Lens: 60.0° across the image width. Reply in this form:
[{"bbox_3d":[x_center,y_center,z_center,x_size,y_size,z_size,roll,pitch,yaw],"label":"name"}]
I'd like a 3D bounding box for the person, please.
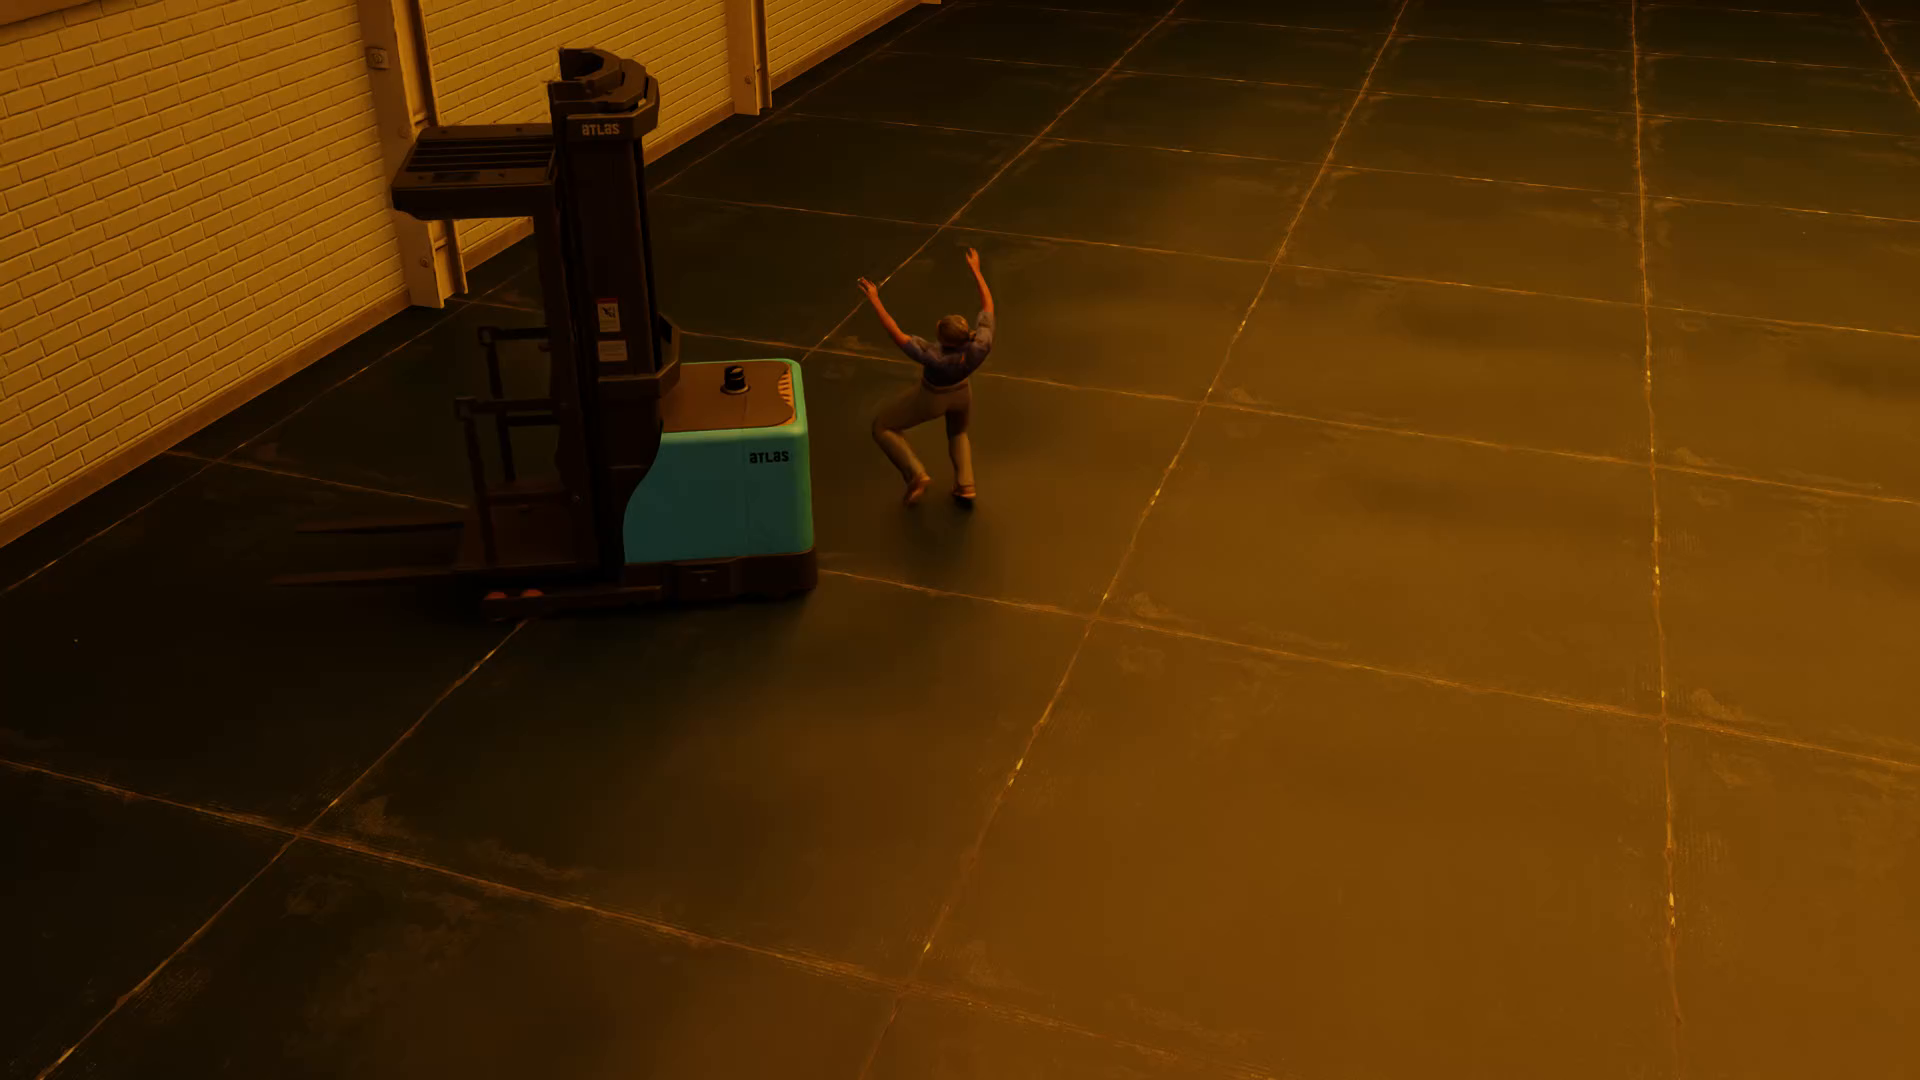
[{"bbox_3d":[-0.178,-0.906,10.131,0.884,1.563,0.707,-15,33,-24],"label":"person"}]

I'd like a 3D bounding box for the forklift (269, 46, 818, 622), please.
[{"bbox_3d":[-2.373,-1.095,9.058,3.031,2.935,1.130,-4,30,-6],"label":"forklift"}]
